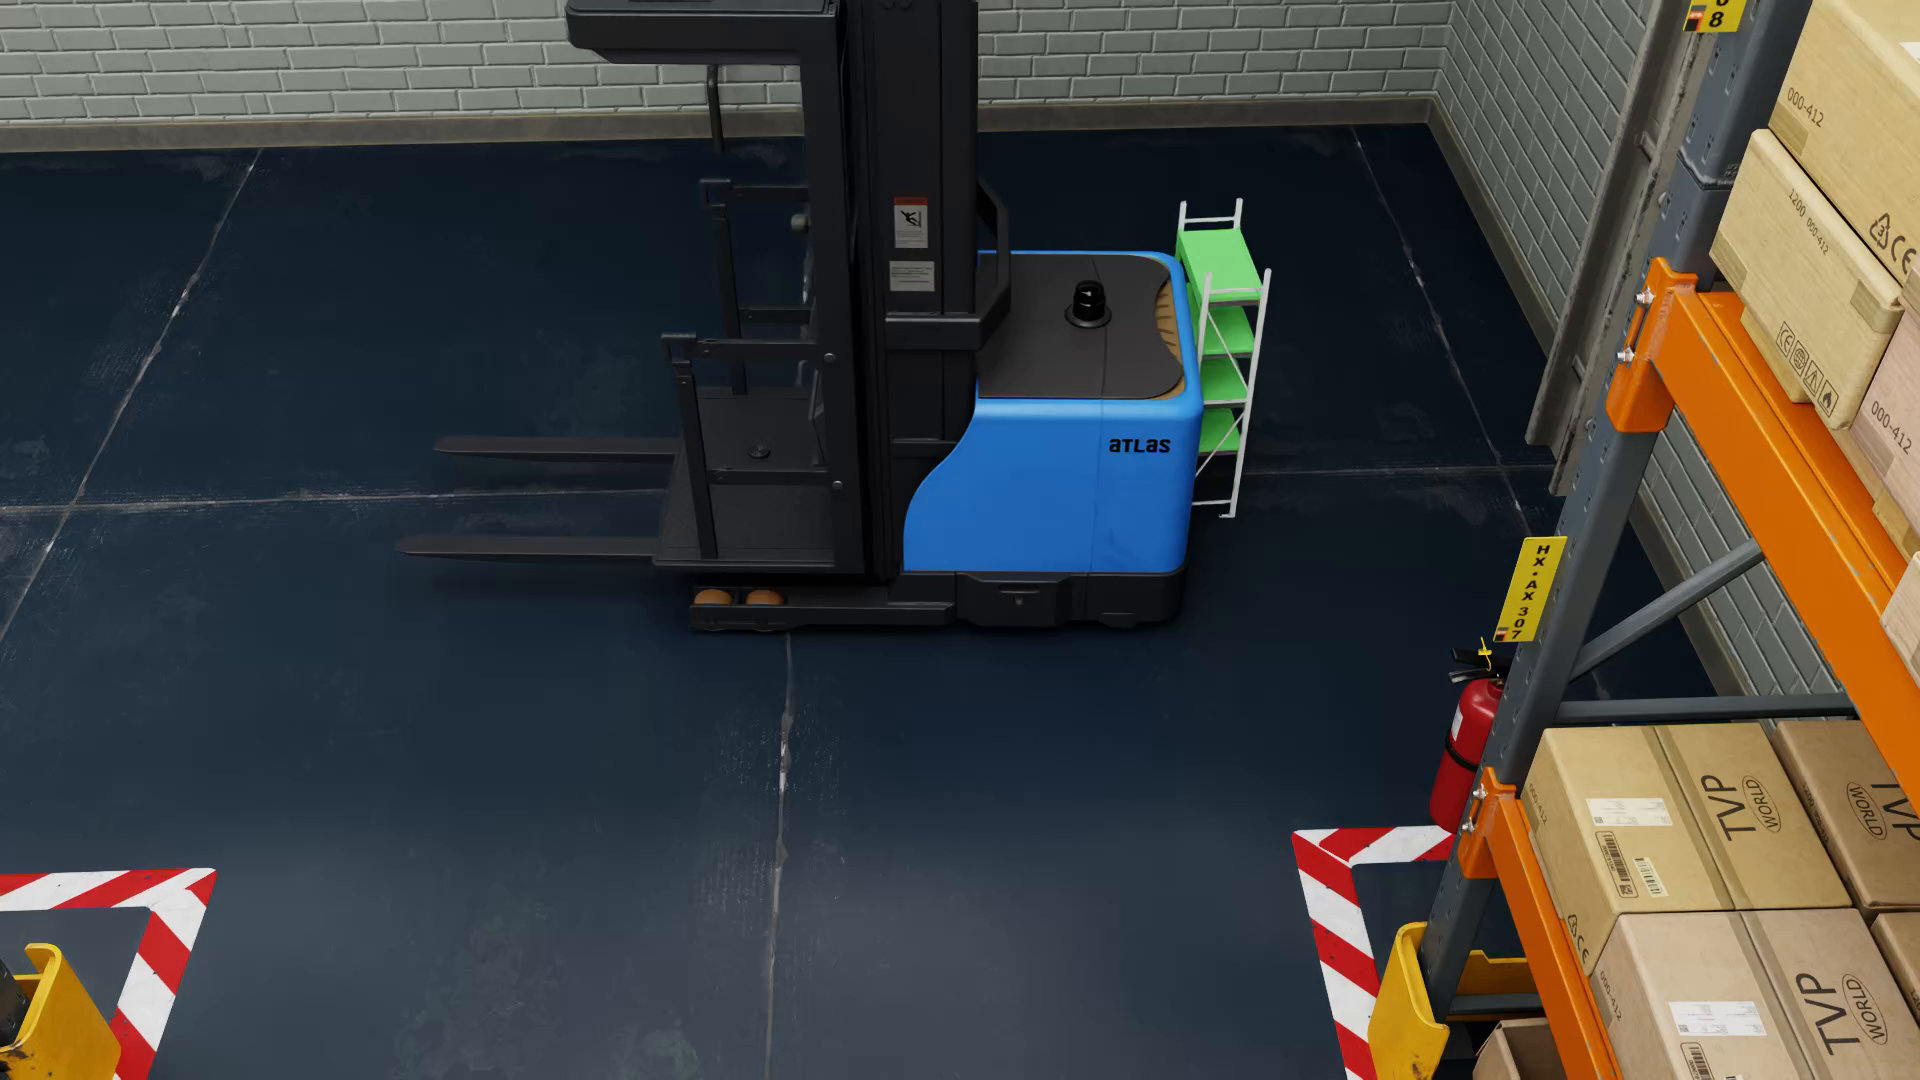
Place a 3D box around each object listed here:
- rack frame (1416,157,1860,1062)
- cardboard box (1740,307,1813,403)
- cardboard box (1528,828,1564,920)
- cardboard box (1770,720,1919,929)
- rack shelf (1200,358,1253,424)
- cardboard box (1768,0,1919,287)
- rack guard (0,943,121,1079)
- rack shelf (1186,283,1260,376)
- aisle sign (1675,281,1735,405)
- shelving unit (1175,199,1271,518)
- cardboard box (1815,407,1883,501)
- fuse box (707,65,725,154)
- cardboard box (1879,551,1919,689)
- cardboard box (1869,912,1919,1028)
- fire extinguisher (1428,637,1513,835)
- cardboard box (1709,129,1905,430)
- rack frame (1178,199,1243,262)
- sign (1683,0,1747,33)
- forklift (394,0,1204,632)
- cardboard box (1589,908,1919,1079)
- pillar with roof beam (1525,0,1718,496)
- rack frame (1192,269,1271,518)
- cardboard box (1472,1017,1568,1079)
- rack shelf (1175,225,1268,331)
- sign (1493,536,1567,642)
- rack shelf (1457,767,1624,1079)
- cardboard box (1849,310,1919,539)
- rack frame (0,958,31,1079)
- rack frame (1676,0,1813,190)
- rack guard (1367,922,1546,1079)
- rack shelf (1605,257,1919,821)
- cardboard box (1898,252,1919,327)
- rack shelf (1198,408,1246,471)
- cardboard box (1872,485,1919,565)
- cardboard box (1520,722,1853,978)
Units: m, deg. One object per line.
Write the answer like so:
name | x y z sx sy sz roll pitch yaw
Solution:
rack frame | 1.834 0.418 4.074 1.000 3.000 0.127 -2 43 -2
cardboard box | 1.615 -0.373 2.903 0.380 0.149 0.250 -1 43 -1
cardboard box | 1.573 0.741 3.908 0.380 0.149 0.250 -2 43 -2
cardboard box | 2.118 0.667 3.693 0.500 0.250 0.500 0 43 -1
rack shelf | 0.990 -0.650 6.666 0.258 0.148 0.480 -3 43 -4
cardboard box | 1.602 -0.619 2.507 0.500 0.250 0.500 -2 43 -2
rack guard | -3.126 1.469 4.778 1.175 0.500 0.348 -2 43 -2
rack shelf | 0.990 -0.827 6.504 0.258 0.148 0.480 -3 43 -4
aisle sign | 1.537 -0.578 3.236 0.394 0.787 0.004 -2 43 -2
shelving unit | 0.990 -0.697 6.623 0.258 1.200 0.503 -3 43 -4
cardboard box | 1.652 -0.197 2.711 0.380 0.149 0.250 -1 43 -1
fuse box | -1.283 -2.730 8.461 0.539 1.711 0.414 -2 43 -2
cardboard box | 1.554 0.148 2.334 0.380 0.149 0.250 -1 43 -1
cardboard box | 2.139 1.015 3.314 0.500 0.250 0.500 -2 43 -2
fire extinguisher | 1.366 0.498 4.320 0.296 0.674 0.183 -2 43 -2
cardboard box | 1.579 -0.434 2.675 0.500 0.250 0.500 -2 43 -2
rack frame | 0.969 -0.862 6.802 0.240 1.200 0.015 -3 43 -4
sign | 1.291 -0.994 2.748 0.100 0.325 0.005 -2 43 -2
forklift | -0.653 -1.087 5.767 3.031 2.935 1.130 1 43 1
cardboard box | 1.605 1.018 3.310 0.500 0.250 0.500 -1 43 -1
pillar with roof beam | -1.682 -3.516 3.926 9.100 9.000 0.400 -2 43 -2
rack frame | 1.012 -0.533 6.444 0.240 1.200 0.015 -3 43 -4
cardboard box | 1.765 1.599 4.322 0.797 0.503 0.637 -3 43 -3
rack shelf | 0.990 -1.004 6.342 0.258 0.148 0.480 -3 43 -4
sign | 1.291 0.115 3.764 0.100 0.325 0.005 -2 43 -2
rack shelf | 1.919 2.034 2.844 1.077 0.370 4.000 -2 43 -2
cardboard box | 1.622 -0.092 2.301 0.500 0.250 0.500 -1 43 -1
rack frame | -3.125 0.563 3.916 1.000 3.000 0.127 -2 43 -2
rack frame | 1.834 -1.793 2.047 1.000 3.000 0.127 -2 43 -2
rack guard | 1.837 1.391 4.862 1.175 0.500 0.348 -2 43 -2
rack shelf | 1.919 0.928 1.830 1.077 0.370 4.000 -2 43 -2
cardboard box | 1.604 -0.275 2.132 0.500 0.250 0.500 -2 43 -2
rack shelf | 0.990 -0.473 6.828 0.258 0.148 0.480 -3 43 -4
cardboard box | 1.646 -0.023 2.521 0.380 0.149 0.250 -1 43 -2
cardboard box | 1.584 0.678 3.681 0.500 0.250 0.500 -1 43 -2
